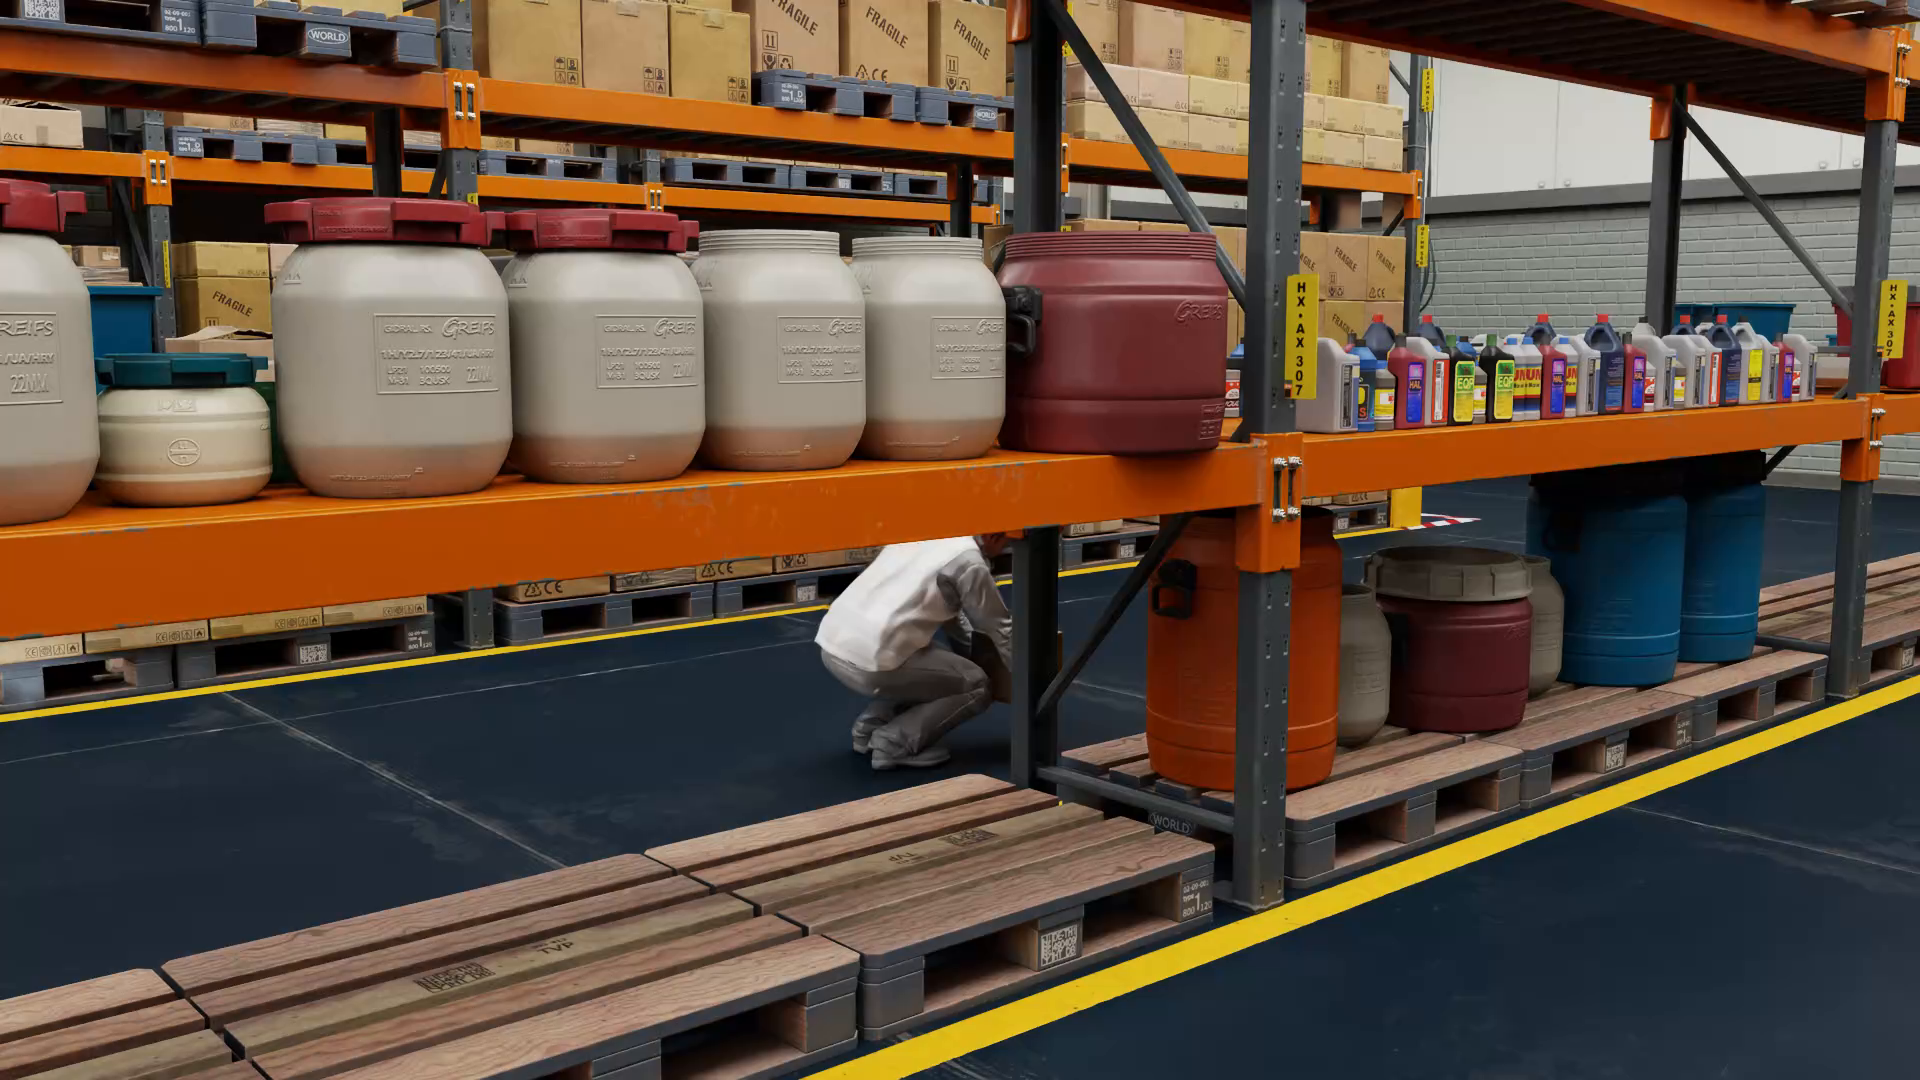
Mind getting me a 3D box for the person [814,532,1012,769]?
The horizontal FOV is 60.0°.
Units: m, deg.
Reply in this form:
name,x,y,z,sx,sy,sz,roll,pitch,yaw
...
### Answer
name,x,y,z,sx,sy,sz,roll,pitch,yaw
person,-0.083,0.315,6.262,0.914,1.009,0.533,-3,8,-19
